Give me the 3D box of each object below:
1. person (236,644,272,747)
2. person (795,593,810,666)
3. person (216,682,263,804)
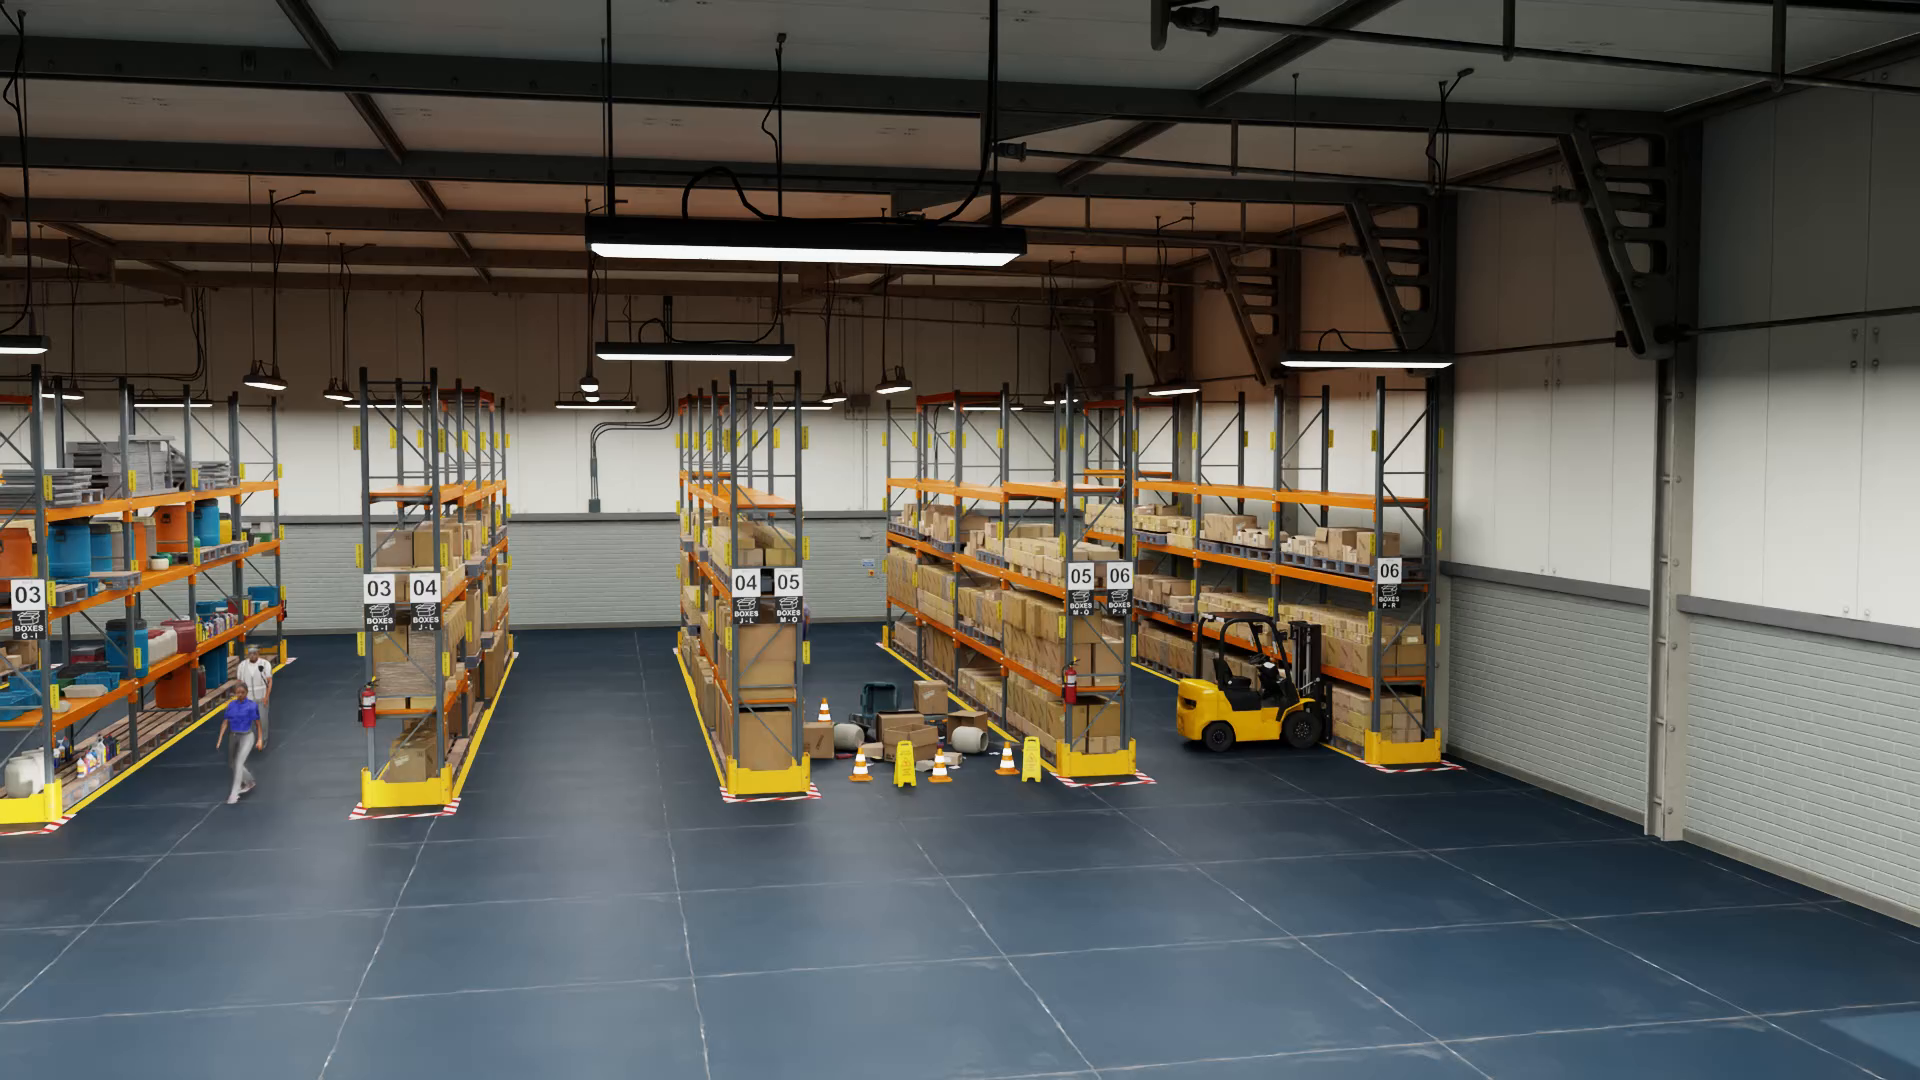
[{"bbox_3d":[-11.374,2.529,26.768,0.569,1.717,0.920,-1,4,-18],"label":"person"},{"bbox_3d":[-3.626,1.975,36.940,0.590,1.651,0.420,-1,3,-9],"label":"person"},{"bbox_3d":[-10.066,2.817,23.298,0.528,1.653,0.746,0,3,6],"label":"person"}]
